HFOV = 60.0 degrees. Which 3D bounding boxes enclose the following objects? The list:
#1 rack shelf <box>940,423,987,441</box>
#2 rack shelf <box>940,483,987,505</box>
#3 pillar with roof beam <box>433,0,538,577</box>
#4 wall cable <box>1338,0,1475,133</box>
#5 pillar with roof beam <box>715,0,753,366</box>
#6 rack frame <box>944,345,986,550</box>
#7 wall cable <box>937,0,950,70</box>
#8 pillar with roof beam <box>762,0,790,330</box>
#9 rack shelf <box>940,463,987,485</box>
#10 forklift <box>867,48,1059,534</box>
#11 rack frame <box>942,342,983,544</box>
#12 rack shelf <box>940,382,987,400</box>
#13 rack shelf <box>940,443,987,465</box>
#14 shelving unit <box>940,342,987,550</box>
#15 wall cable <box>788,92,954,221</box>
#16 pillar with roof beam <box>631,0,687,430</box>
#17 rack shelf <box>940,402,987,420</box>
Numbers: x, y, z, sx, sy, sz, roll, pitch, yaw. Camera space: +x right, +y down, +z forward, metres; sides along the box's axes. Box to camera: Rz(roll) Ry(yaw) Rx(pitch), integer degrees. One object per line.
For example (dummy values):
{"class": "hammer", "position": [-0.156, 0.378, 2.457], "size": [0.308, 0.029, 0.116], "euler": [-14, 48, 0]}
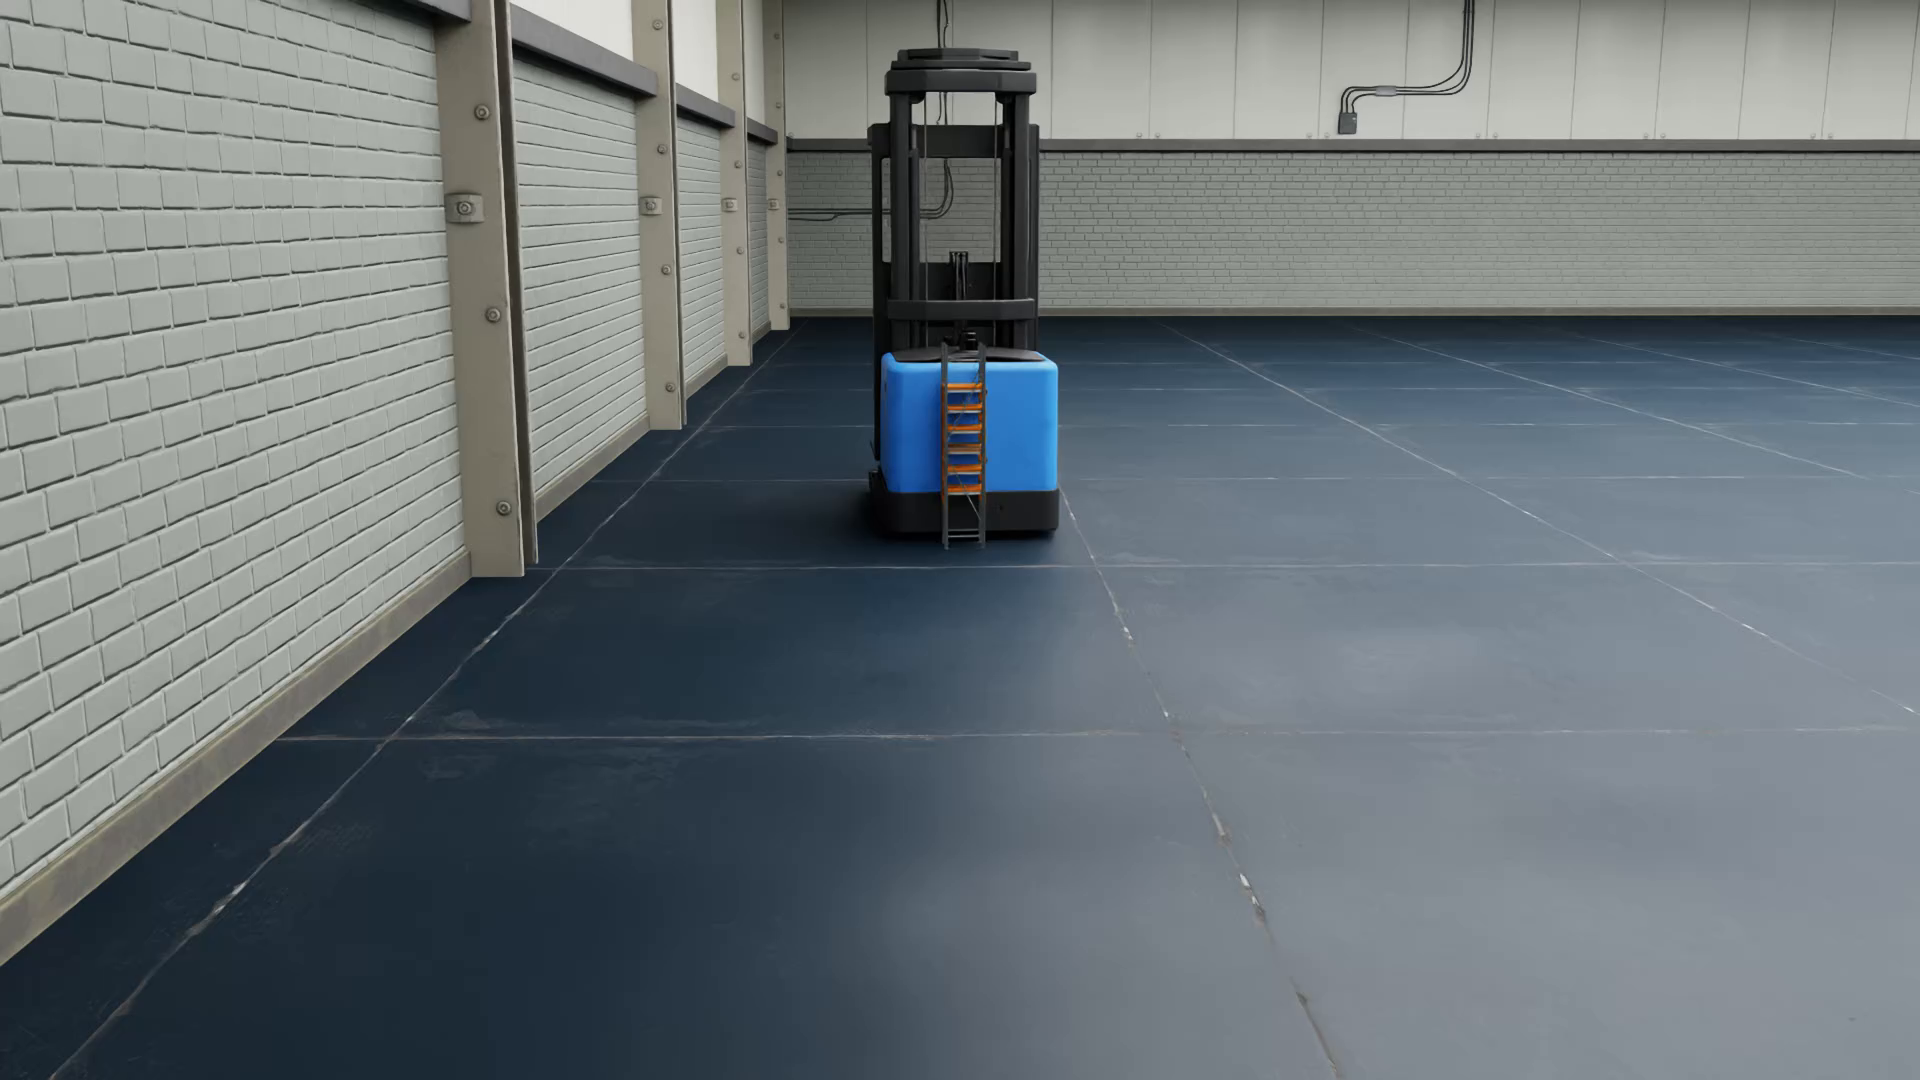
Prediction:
{"class": "rack shelf", "position": [0.020, -0.623, 9.730], "size": [0.258, 0.103, 0.180], "euler": [-1, 12, -5]}
{"class": "rack shelf", "position": [0.020, -0.270, 9.802], "size": [0.258, 0.103, 0.180], "euler": [-1, 12, -5]}
{"class": "pillar with roof beam", "position": [1.757, -4.266, 8.453], "size": [9.100, 9.000, 0.400], "euler": [0, 11, -1]}
{"class": "wall cable", "position": [7.834, -10.120, 28.755], "size": [2.305, 6.003, 0.169], "euler": [0, 11, -1]}
{"class": "pillar with roof beam", "position": [1.509, -6.651, 20.211], "size": [9.100, 9.000, 0.400], "euler": [0, 11, -1]}
{"class": "rack frame", "position": [0.029, -0.530, 9.656], "size": [0.240, 1.200, 0.006], "euler": [-1, 12, -5]}
{"class": "wall cable", "position": [1.047, -9.382, 28.777], "size": [3.097, 2.526, 0.112], "euler": [0, 11, -1]}
{"class": "pillar with roof beam", "position": [1.385, -7.844, 26.090], "size": [9.100, 9.000, 0.400], "euler": [0, 11, -1]}
{"class": "rack shelf", "position": [0.020, -0.387, 9.778], "size": [0.258, 0.103, 0.180], "euler": [-1, 12, -5]}
{"class": "forklift", "position": [-0.053, -1.718, 11.153], "size": [1.130, 2.935, 3.031], "euler": [-1, 12, -5]}
{"class": "rack frame", "position": [0.012, -0.567, 9.834], "size": [0.240, 1.200, 0.006], "euler": [-1, 12, -5]}
{"class": "rack shelf", "position": [0.020, -0.858, 9.682], "size": [0.258, 0.103, 0.180], "euler": [-1, 12, -5]}
{"class": "rack shelf", "position": [0.020, -0.505, 9.754], "size": [0.258, 0.103, 0.180], "euler": [-1, 12, -5]}
{"class": "shelving unit", "position": [0.020, -0.549, 9.745], "size": [0.258, 1.200, 0.189], "euler": [-1, 12, -5]}
{"class": "wall cable", "position": [-1.658, -6.895, 29.225], "size": [3.097, 2.526, 0.112], "euler": [0, 11, -1]}
{"class": "pillar with roof beam", "position": [1.633, -5.459, 14.332], "size": [9.100, 9.000, 0.400], "euler": [0, 11, -1]}
{"class": "rack shelf", "position": [0.020, -0.740, 9.706], "size": [0.258, 0.103, 0.180], "euler": [-1, 12, -5]}
